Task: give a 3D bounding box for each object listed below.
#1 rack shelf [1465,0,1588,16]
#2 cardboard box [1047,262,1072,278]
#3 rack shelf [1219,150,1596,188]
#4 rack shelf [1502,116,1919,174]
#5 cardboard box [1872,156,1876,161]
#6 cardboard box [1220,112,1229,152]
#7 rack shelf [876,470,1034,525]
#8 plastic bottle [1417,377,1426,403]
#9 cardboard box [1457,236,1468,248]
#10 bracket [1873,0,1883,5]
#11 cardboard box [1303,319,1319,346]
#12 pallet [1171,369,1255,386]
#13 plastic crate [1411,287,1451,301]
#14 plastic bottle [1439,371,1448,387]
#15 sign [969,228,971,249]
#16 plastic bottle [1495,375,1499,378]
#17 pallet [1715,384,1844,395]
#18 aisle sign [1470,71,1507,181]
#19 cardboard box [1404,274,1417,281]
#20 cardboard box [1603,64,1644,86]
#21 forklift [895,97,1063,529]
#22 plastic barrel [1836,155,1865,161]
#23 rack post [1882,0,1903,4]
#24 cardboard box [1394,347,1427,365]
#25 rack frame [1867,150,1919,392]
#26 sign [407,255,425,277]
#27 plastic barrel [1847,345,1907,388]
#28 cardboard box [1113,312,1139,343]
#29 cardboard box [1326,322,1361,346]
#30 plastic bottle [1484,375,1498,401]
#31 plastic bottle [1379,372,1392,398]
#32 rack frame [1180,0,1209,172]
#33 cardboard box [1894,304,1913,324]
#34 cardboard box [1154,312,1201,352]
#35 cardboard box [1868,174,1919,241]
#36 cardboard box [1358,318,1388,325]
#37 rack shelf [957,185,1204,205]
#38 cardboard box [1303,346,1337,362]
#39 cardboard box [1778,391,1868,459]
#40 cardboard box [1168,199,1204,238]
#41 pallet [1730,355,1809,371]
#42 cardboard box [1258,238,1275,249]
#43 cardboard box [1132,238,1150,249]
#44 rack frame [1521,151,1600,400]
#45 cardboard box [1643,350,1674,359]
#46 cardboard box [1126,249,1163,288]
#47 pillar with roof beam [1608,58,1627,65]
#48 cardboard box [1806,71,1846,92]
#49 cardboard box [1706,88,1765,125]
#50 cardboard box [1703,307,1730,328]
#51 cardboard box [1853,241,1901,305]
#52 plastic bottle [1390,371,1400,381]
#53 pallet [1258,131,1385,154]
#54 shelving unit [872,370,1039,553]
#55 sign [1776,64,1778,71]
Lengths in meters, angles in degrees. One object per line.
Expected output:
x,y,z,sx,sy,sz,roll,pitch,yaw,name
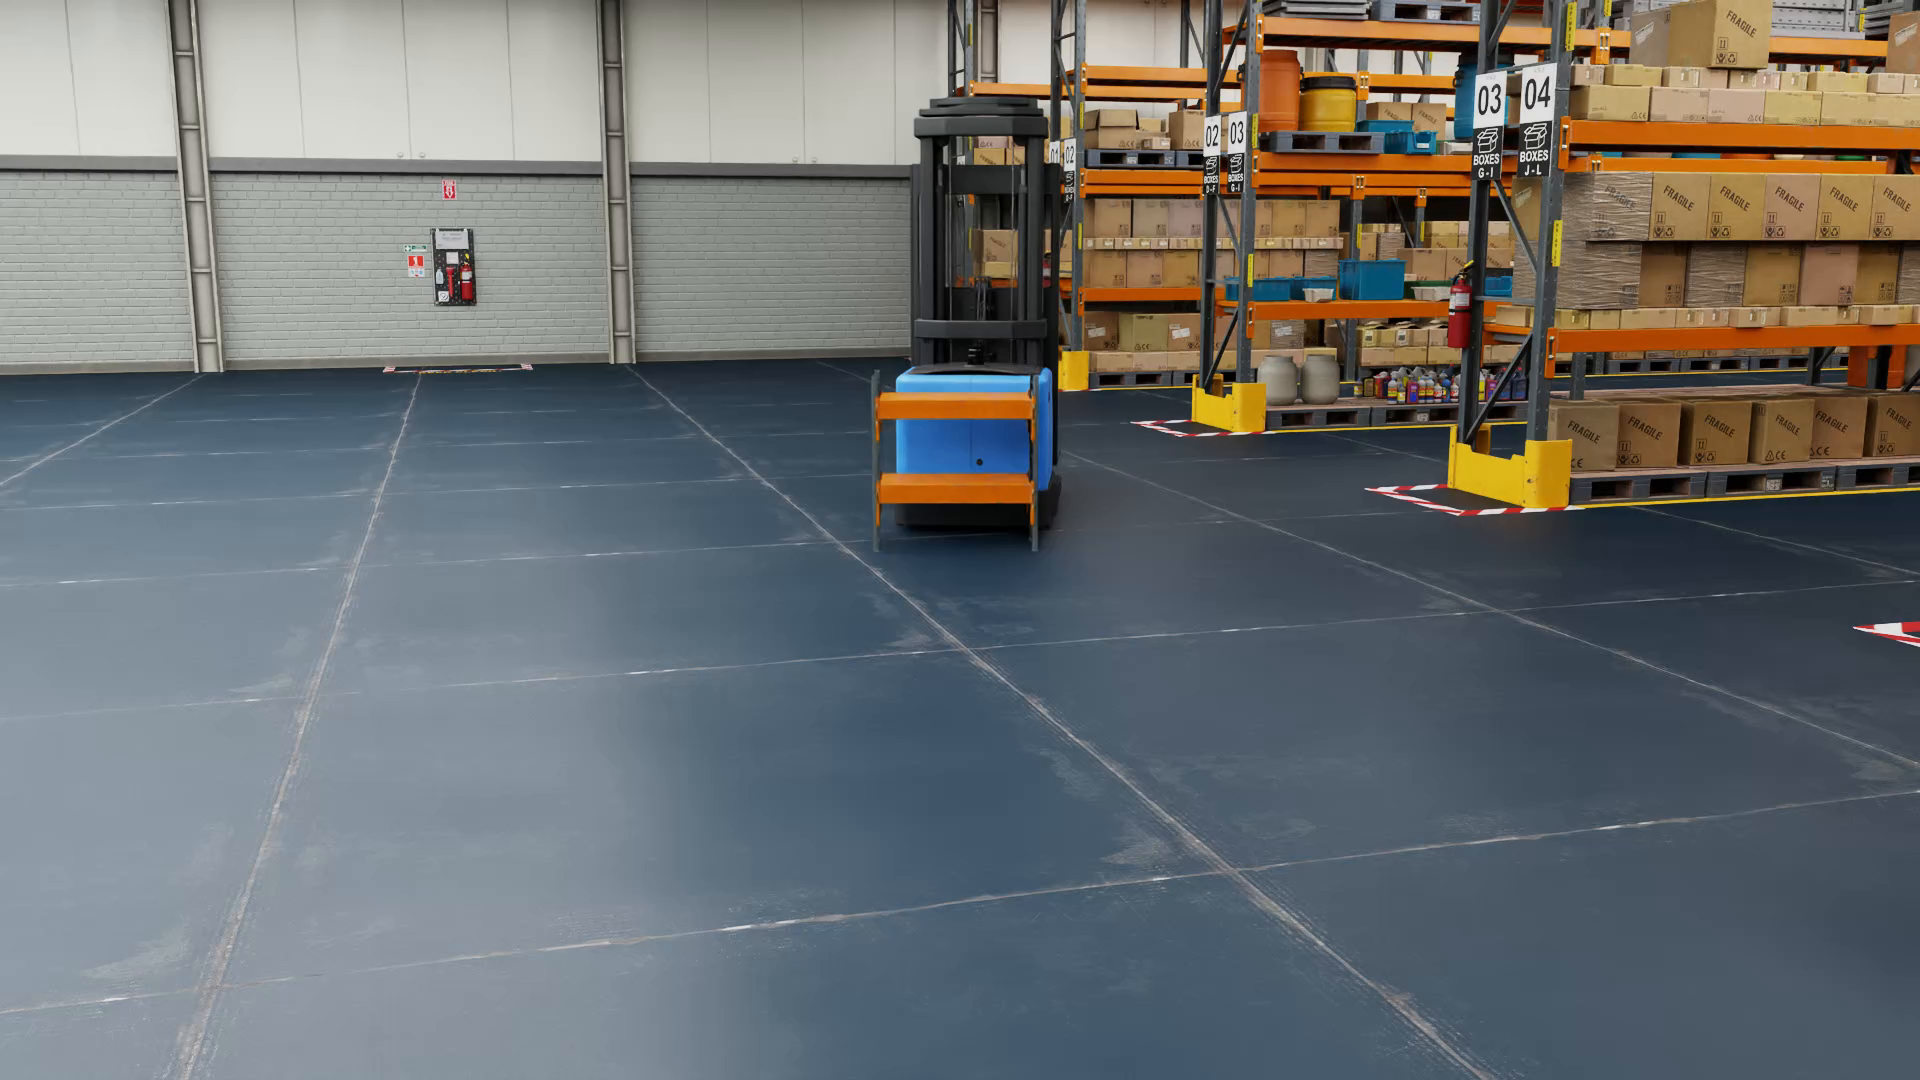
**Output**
9.604,-9.131,28.599,4.000,0.370,1.077,-3,11,-16,rack shelf
1.545,-4.353,26.766,0.500,0.250,0.500,-3,11,-17,cardboard box
4.692,-3.894,17.617,4.000,0.370,1.077,-3,11,-16,rack shelf
6.076,-3.033,12.940,4.000,0.370,1.077,-3,11,-16,rack shelf
13.449,-5.769,24.847,0.500,0.250,0.500,-3,11,-16,cardboard box
3.615,-5.475,22.387,0.637,0.503,0.797,-2,11,-10,cardboard box
-0.031,-0.277,10.797,1.000,0.278,0.538,0,10,-1,rack shelf
4.929,-1.601,17.780,0.097,0.271,0.097,0,10,0,plastic bottle
8.727,-5.009,28.817,0.500,0.500,0.500,-3,11,-14,cardboard box
17.416,-10.129,31.268,0.430,0.232,0.235,-3,11,-16,bracket
4.699,-2.989,23.363,0.500,0.500,0.500,-3,11,-16,cardboard box
3.283,-2.269,22.786,1.213,0.211,1.003,-3,11,-16,pallet
5.124,-2.618,17.712,0.437,0.136,0.530,-3,11,-16,plastic crate
5.409,-1.756,18.623,0.097,0.271,0.097,0,10,0,plastic bottle
0.154,-4.725,26.038,0.005,0.325,0.100,-3,11,-16,sign
6.086,-1.769,18.886,0.097,0.201,0.097,0,10,0,plastic bottle
9.698,-1.673,19.549,1.213,0.211,1.003,-3,11,-16,pallet
4.013,-3.138,12.628,0.004,0.787,0.394,-3,11,-16,aisle sign
6.139,-3.621,23.125,0.250,0.149,0.380,-3,11,-16,cardboard box
4.761,-3.378,12.140,0.250,0.149,0.380,-3,11,-15,cardboard box
0.204,-1.741,12.406,1.130,2.935,3.031,1,10,5,forklift
10.230,-4.454,19.099,0.294,0.245,0.294,0,10,0,plastic barrel
11.173,-6.337,19.190,0.986,0.289,0.624,-3,11,-16,rack post
6.179,-2.593,23.279,0.500,0.250,0.500,-3,11,-15,cardboard box
7.997,-2.013,13.697,0.127,3.000,1.000,-3,11,-16,rack frame
-8.271,-4.165,25.288,0.234,0.329,0.001,-3,11,-16,sign
10.918,-2.243,19.782,0.708,0.830,0.600,-3,11,-16,plastic barrel
2.858,-3.524,27.592,0.500,0.500,0.500,-4,11,-20,cardboard box
5.540,-2.936,23.594,0.500,0.311,0.500,-3,11,-16,cardboard box
5.745,-1.647,17.994,0.133,0.283,0.061,-2,11,-12,plastic bottle
4.692,-1.711,18.342,0.133,0.283,0.061,-3,11,-16,plastic bottle
3.843,-7.547,27.185,0.127,3.000,1.000,-3,11,-16,rack frame
7.373,-1.814,13.311,0.250,0.149,0.380,-3,11,-16,cardboard box
2.924,-2.798,22.322,0.500,0.500,0.500,-3,11,-16,cardboard box
7.162,-2.604,13.048,0.500,0.500,0.500,-3,11,-16,cardboard box
7.007,-3.740,28.767,0.500,0.500,0.700,-3,11,-15,cardboard box
1.923,-5.617,26.972,4.000,0.370,1.077,-3,11,-16,rack shelf
4.847,-2.528,22.929,0.500,0.250,0.500,-3,11,-16,cardboard box
7.054,-0.947,13.648,0.500,0.500,0.500,0,10,2,cardboard box
2.881,-4.297,22.246,0.500,0.500,0.700,-3,11,-16,cardboard box
12.142,-2.721,25.244,1.213,0.211,1.003,-3,11,-16,pallet
4.053,-4.001,22.429,0.250,0.149,0.380,-3,11,-16,cardboard box
2.320,-3.910,21.932,0.250,0.149,0.380,-3,11,-16,cardboard box
6.612,-2.874,18.374,0.127,3.000,1.000,-3,11,-16,rack frame
10.090,-2.926,24.343,0.500,0.500,0.500,-3,11,-18,cardboard box
2.345,-3.631,22.209,0.500,0.500,0.700,-3,11,-14,cardboard box
13.158,-7.389,26.329,0.548,9.000,9.100,-3,11,-16,pillar with roof beam
6.501,-3.476,12.673,0.250,0.149,0.380,-2,11,-13,cardboard box
5.661,-3.243,12.508,0.500,0.250,0.500,-3,11,-16,cardboard box
5.695,-1.725,12.823,0.250,0.149,0.380,-3,11,-16,cardboard box
7.057,-2.177,13.491,0.500,0.500,0.875,-3,11,-16,cardboard box
4.795,-1.733,18.481,0.135,0.276,0.152,-3,11,-18,plastic bottle
3.593,-4.079,17.155,1.213,0.211,1.003,-3,11,-16,pallet
-0.031,-0.518,10.753,1.048,1.125,0.538,0,10,-1,shelving unit
15.216,-8.788,30.911,0.005,0.325,0.100,-3,11,-16,sign
